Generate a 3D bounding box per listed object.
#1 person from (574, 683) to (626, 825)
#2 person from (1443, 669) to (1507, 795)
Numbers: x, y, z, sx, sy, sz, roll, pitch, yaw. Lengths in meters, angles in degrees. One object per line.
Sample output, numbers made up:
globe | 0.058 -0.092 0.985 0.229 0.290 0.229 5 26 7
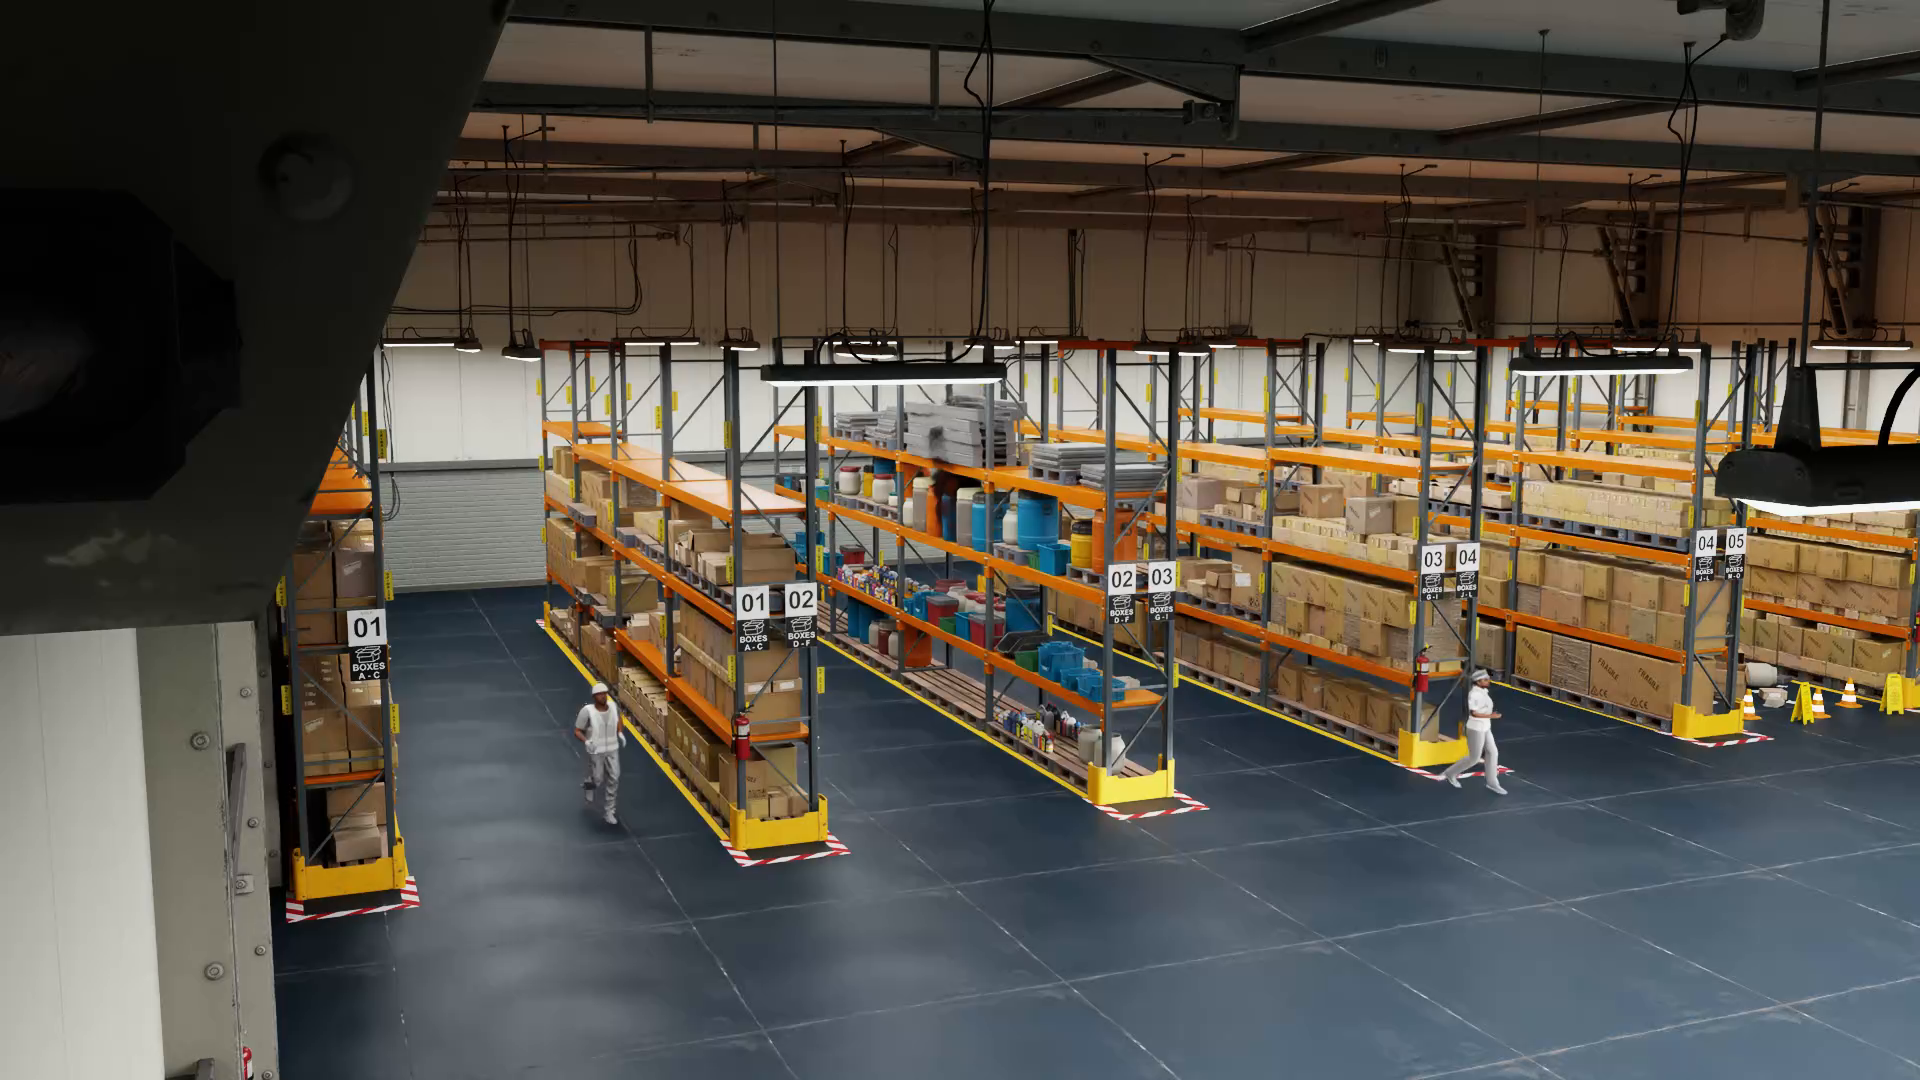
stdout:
person | -4.604 2.703 21.357 0.694 1.780 0.841 -5 9 -33
person | 6.983 2.576 22.471 0.828 1.725 0.587 4 9 29
